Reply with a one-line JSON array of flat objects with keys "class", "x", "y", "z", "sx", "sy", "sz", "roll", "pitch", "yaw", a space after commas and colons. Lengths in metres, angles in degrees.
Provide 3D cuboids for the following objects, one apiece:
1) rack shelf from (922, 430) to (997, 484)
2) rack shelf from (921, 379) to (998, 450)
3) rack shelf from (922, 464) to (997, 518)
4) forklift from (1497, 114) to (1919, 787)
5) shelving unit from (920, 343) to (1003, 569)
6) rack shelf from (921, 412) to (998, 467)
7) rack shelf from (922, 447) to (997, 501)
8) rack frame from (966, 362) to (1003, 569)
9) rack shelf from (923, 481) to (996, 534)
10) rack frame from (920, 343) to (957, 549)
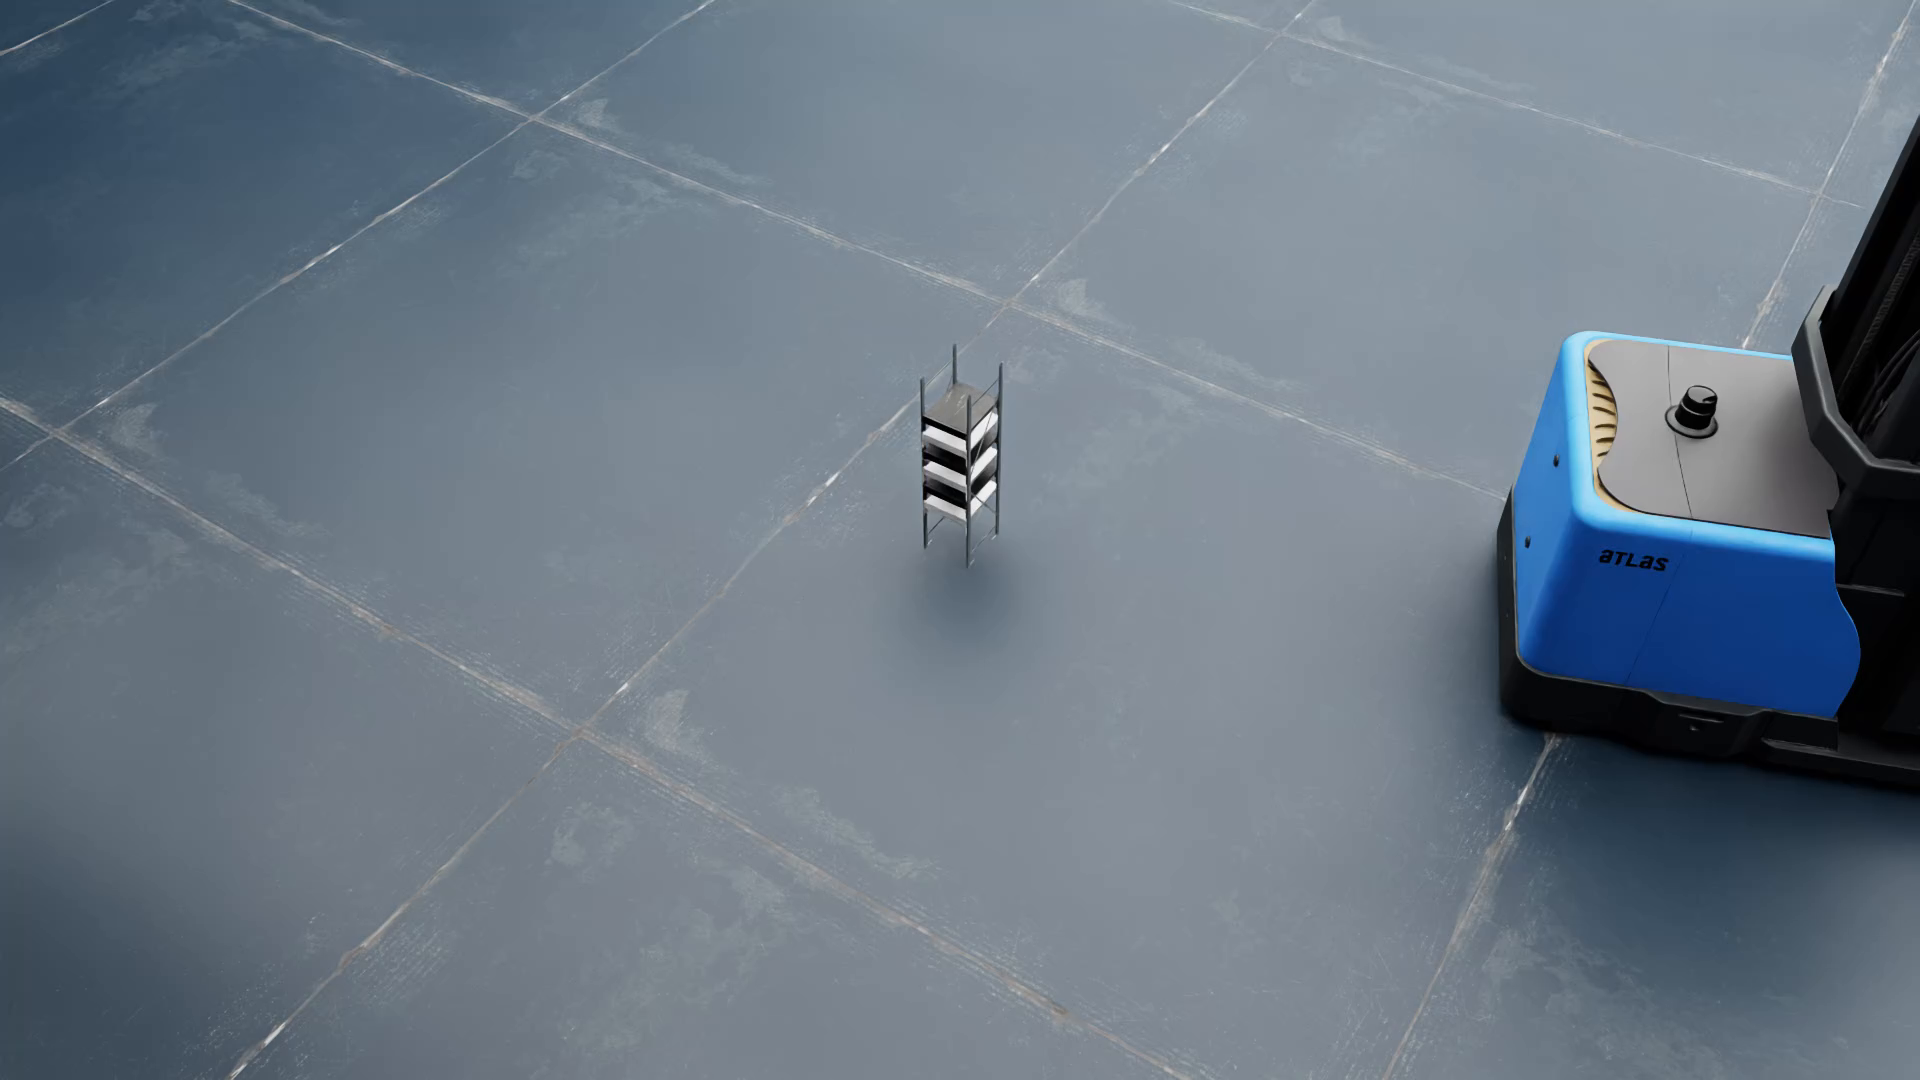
[{"class": "rack shelf", "x": 0.007, "y": -0.350, "z": 6.384, "sx": 0.200, "sy": 0.077, "sz": 0.258, "roll": 25, "pitch": 51, "yaw": 22}, {"class": "rack shelf", "x": 0.007, "y": -0.475, "z": 6.254, "sx": 0.200, "sy": 0.077, "sz": 0.258, "roll": 25, "pitch": 51, "yaw": 22}, {"class": "rack shelf", "x": 0.007, "y": -0.225, "z": 6.513, "sx": 0.200, "sy": 0.077, "sz": 0.258, "roll": 25, "pitch": 51, "yaw": 22}, {"class": "forklift", "x": 3.552, "y": -0.483, "z": 5.176, "sx": 3.031, "sy": 2.935, "sz": 1.130, "roll": 9, "pitch": 46, "yaw": 8}, {"class": "shelving unit", "x": 0.007, "y": -0.310, "z": 6.424, "sx": 0.210, "sy": 0.900, "sz": 0.258, "roll": 25, "pitch": 51, "yaw": 22}, {"class": "rack shelf", "x": 0.007, "y": -0.413, "z": 6.319, "sx": 0.200, "sy": 0.077, "sz": 0.258, "roll": 25, "pitch": 51, "yaw": 22}, {"class": "rack shelf", "x": 0.007, "y": -0.287, "z": 6.448, "sx": 0.200, "sy": 0.077, "sz": 0.258, "roll": 25, "pitch": 51, "yaw": 22}, {"class": "rack frame", "x": 0.092, "y": -0.271, "z": 6.386, "sx": 0.006, "sy": 0.900, "sz": 0.240, "roll": 25, "pitch": 51, "yaw": 22}, {"class": "rack shelf", "x": 0.007, "y": -0.162, "z": 6.577, "sx": 0.200, "sy": 0.077, "sz": 0.258, "roll": 25, "pitch": 51, "yaw": 22}, {"class": "rack frame", "x": -0.079, "y": -0.350, "z": 6.462, "sx": 0.006, "sy": 0.900, "sz": 0.240, "roll": 25, "pitch": 51, "yaw": 22}]
